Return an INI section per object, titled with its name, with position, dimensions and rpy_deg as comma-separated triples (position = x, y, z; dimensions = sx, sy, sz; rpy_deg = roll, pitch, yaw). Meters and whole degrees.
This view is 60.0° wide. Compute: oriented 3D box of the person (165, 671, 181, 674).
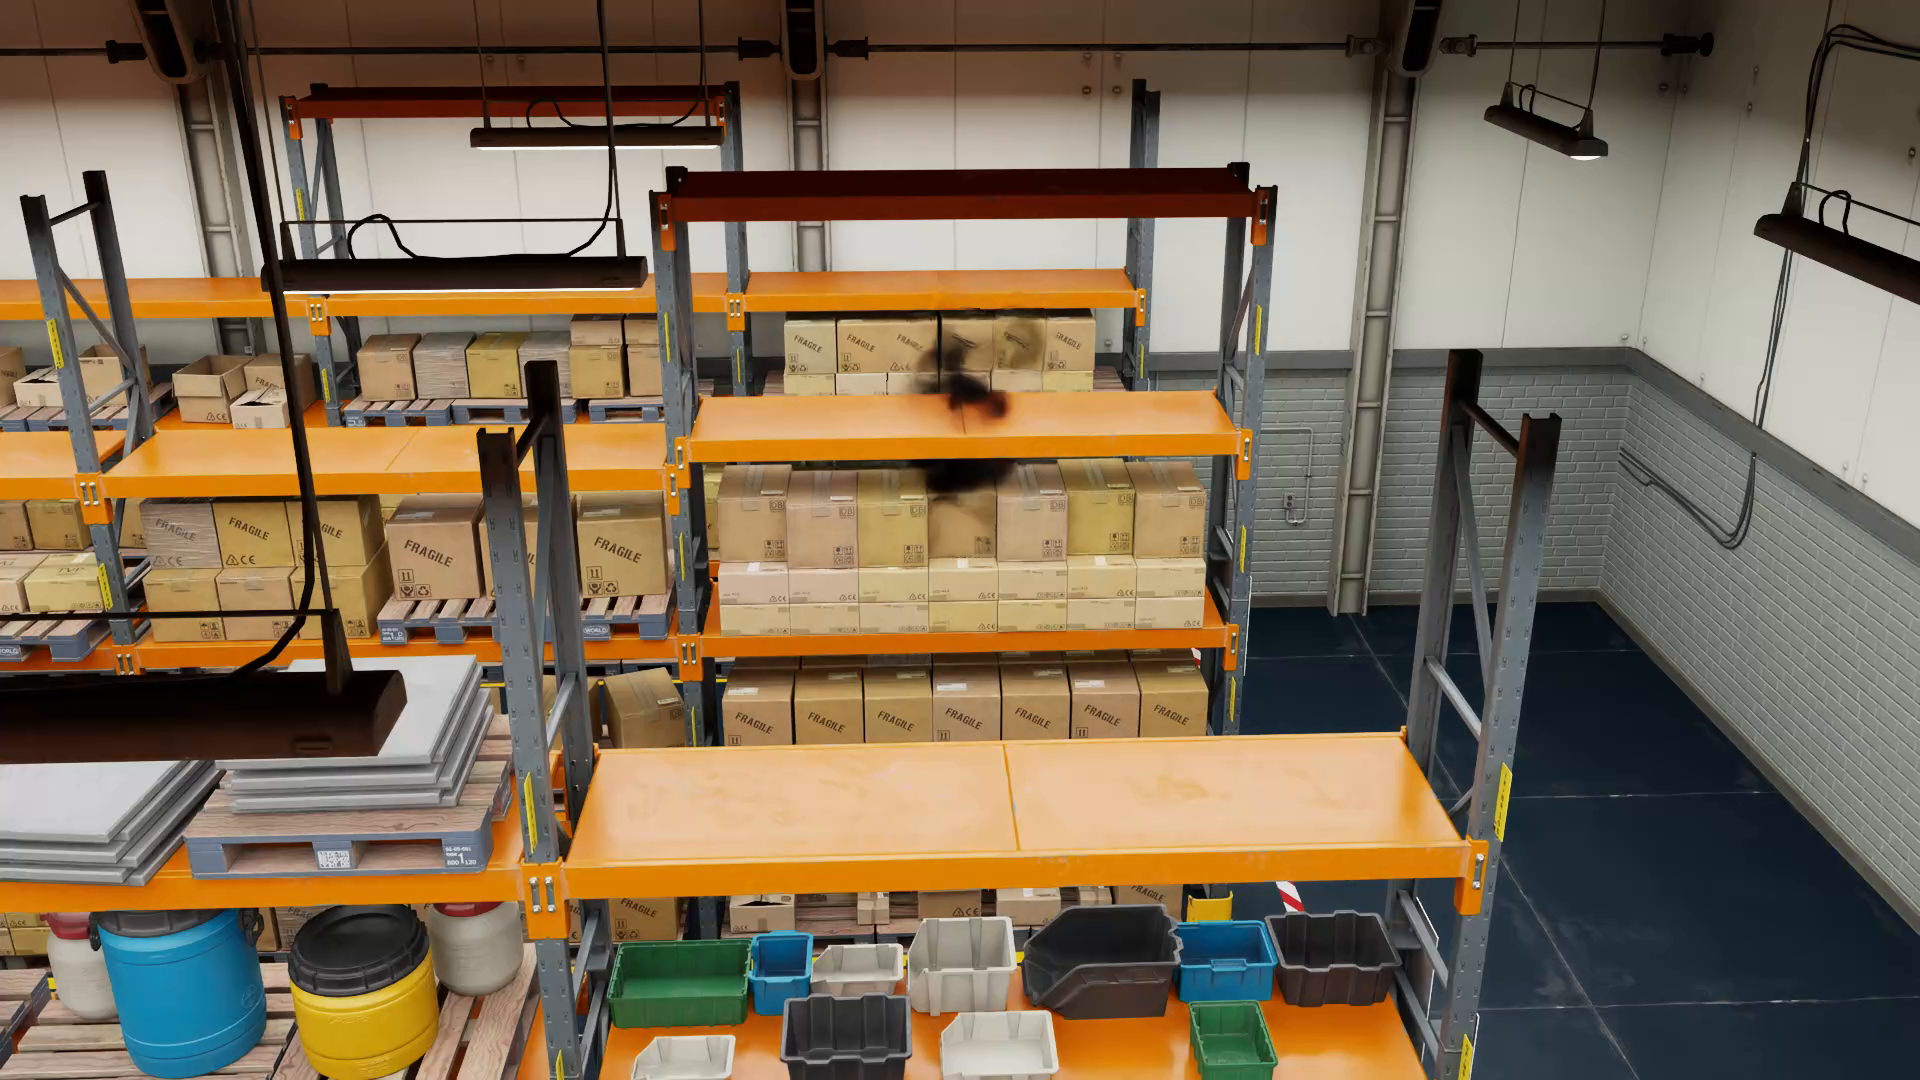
[person]
position = -6.681, 1.897, 14.222
dimensions = 0.603, 1.682, 0.643
rpy_deg = -2, 22, -5
